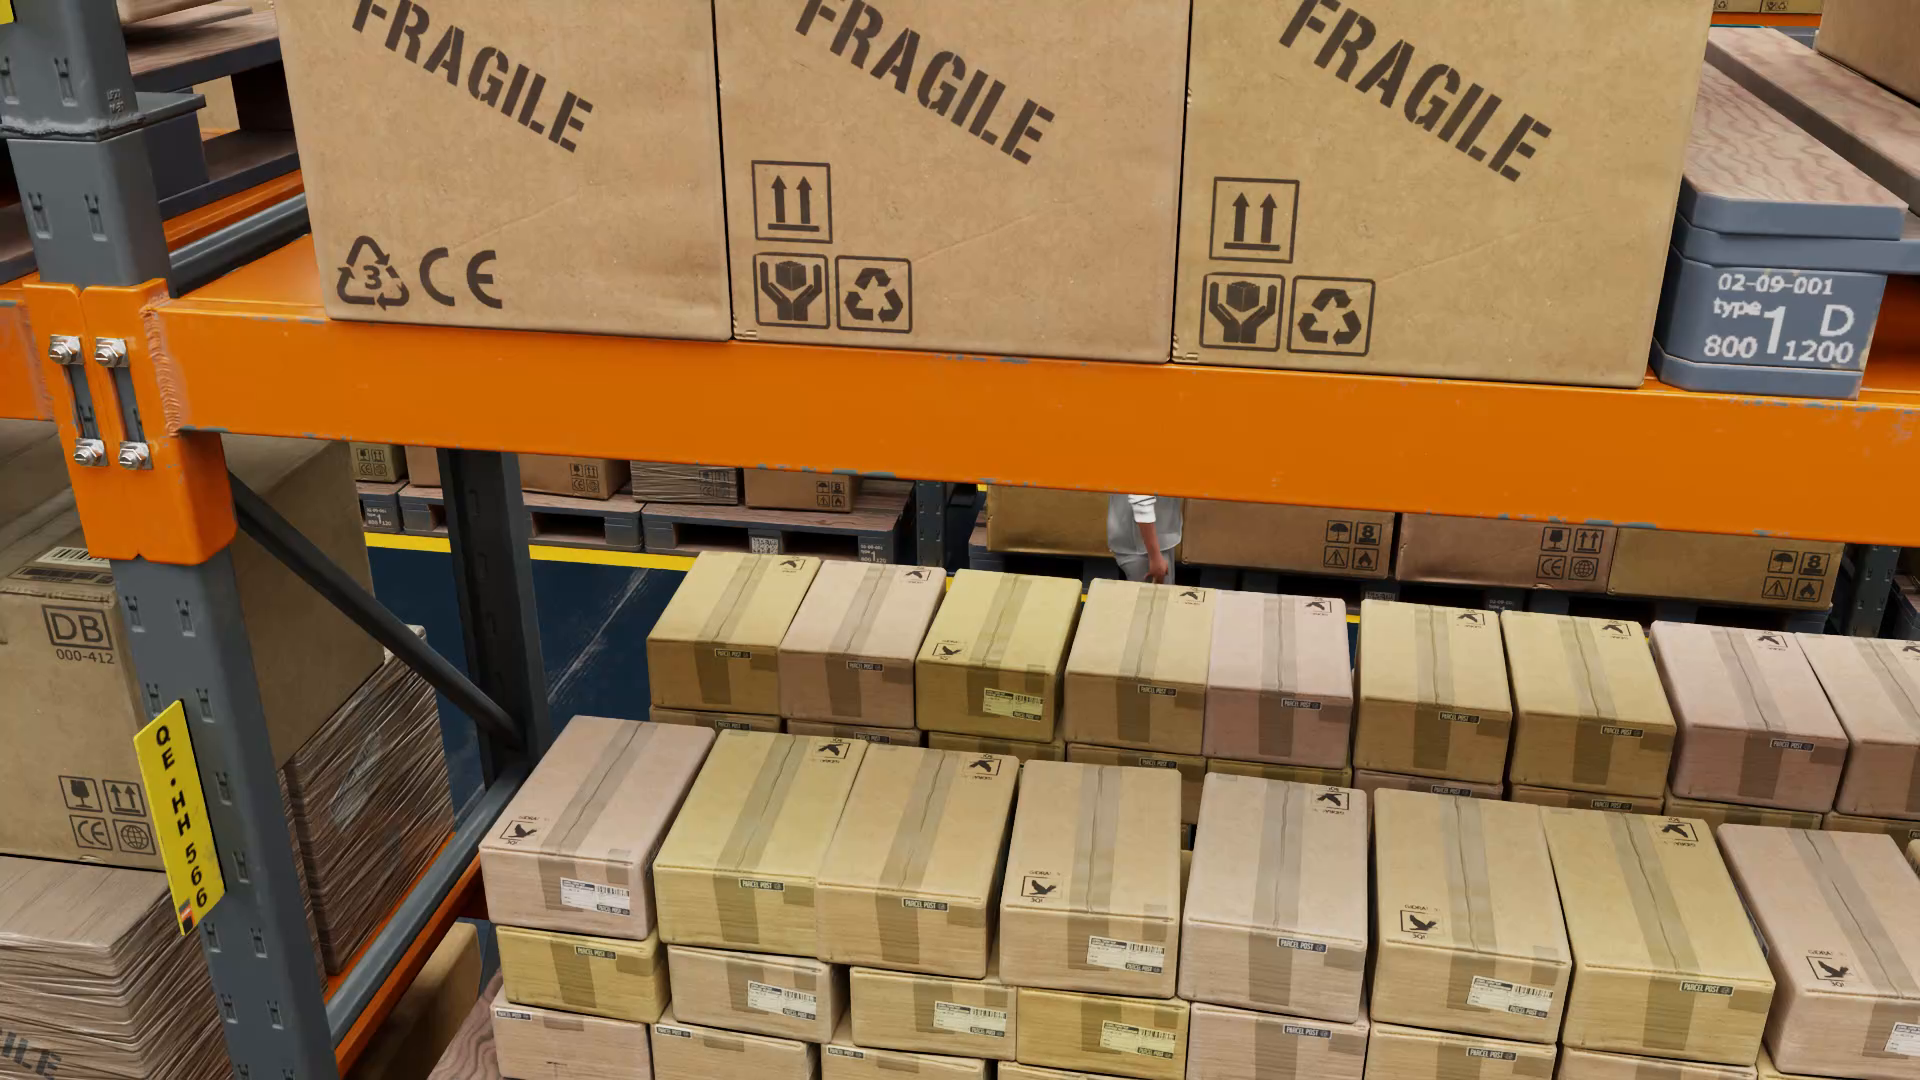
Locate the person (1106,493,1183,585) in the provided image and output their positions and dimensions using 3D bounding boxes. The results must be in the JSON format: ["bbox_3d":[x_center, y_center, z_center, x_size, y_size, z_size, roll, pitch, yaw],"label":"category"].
[{"bbox_3d":[0.710,0.000,6.122,0.346,1.593,0.461,4,26,8],"label":"person"}]
